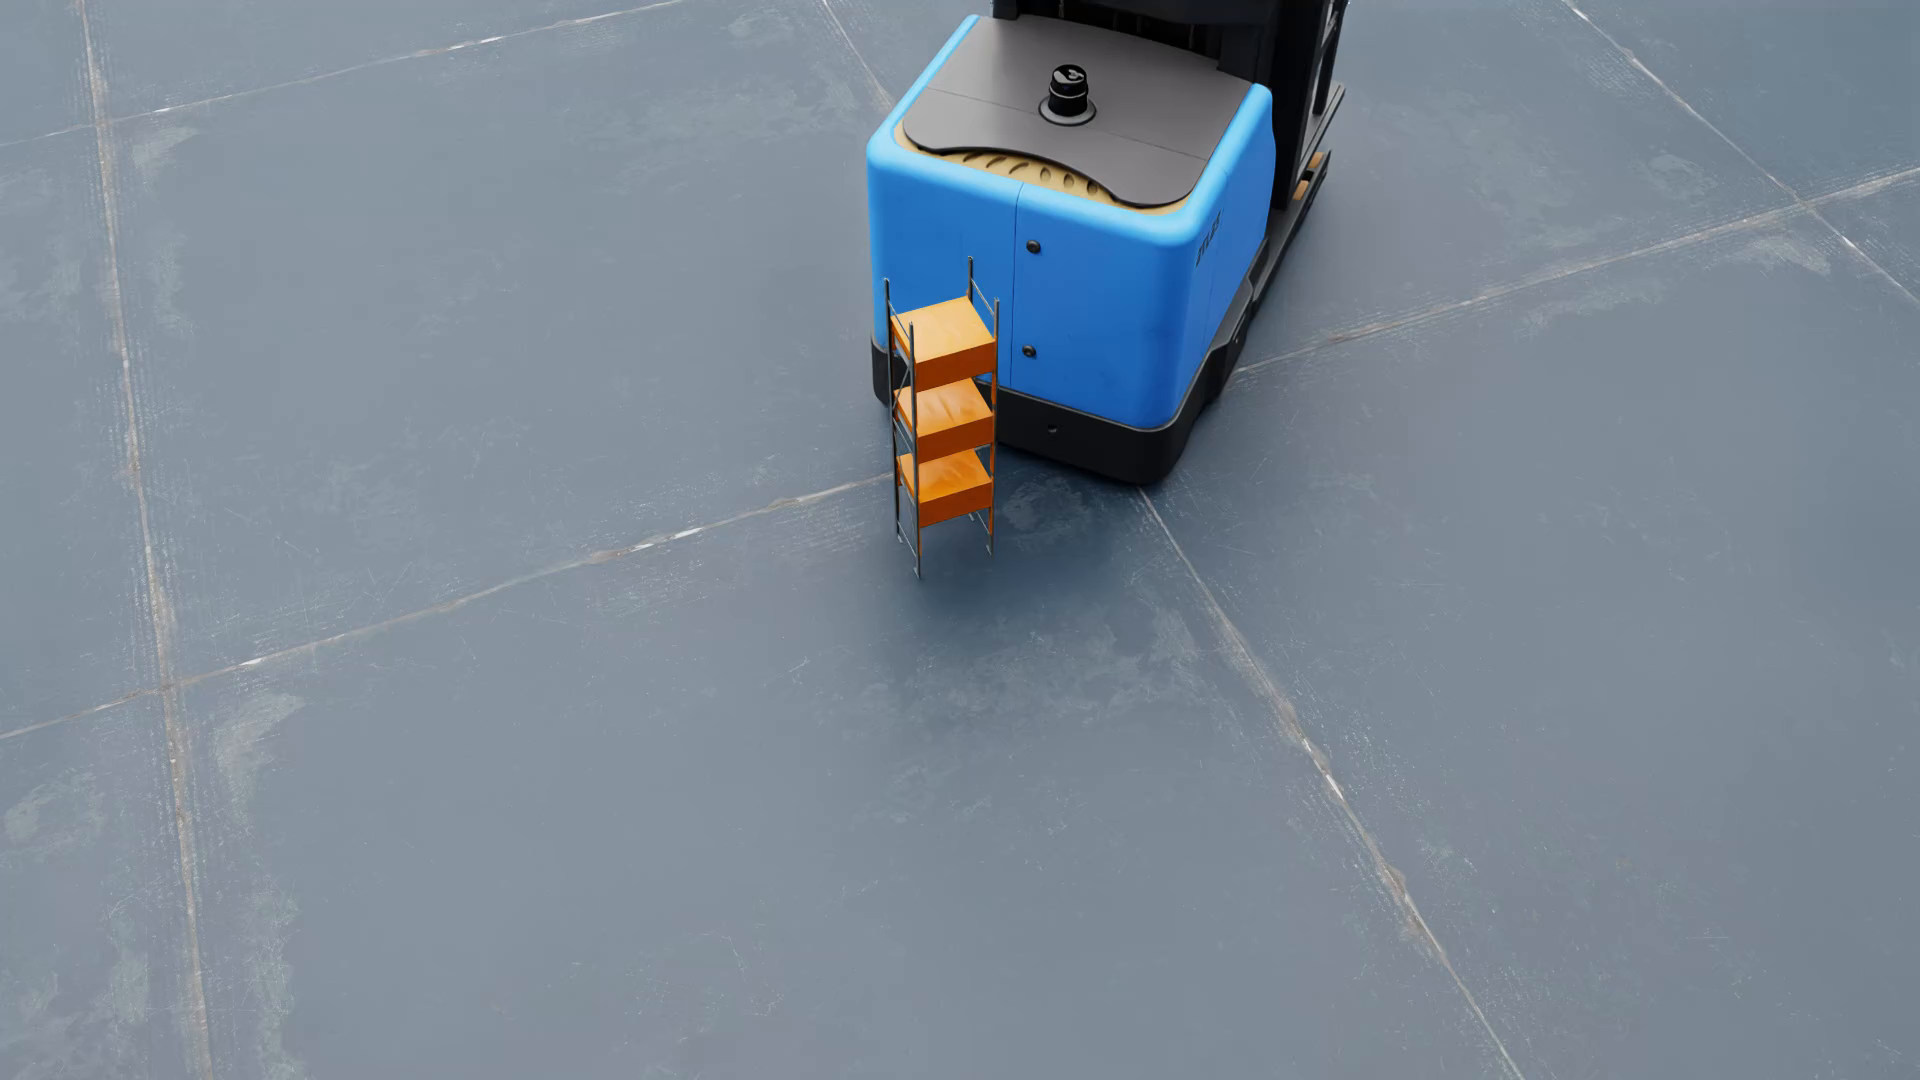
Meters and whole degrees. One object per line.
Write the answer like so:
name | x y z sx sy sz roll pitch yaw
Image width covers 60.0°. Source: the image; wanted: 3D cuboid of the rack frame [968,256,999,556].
rack frame | 0.063 -0.362 4.869 0.008 1.050 0.200 -17 52 -14

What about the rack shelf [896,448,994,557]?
rack shelf | -0.050 -0.139 5.057 0.240 0.259 0.215 -17 52 -14

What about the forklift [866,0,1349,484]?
forklift | 0.766 -2.272 5.269 1.130 2.935 3.031 19 52 15

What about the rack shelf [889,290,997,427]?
rack shelf | -0.050 -0.505 4.631 0.240 0.259 0.215 -17 52 -14

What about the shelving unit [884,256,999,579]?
shelving unit | -0.050 -0.327 4.839 0.252 1.050 0.215 -17 52 -14

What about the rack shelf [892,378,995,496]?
rack shelf | -0.050 -0.320 4.847 0.240 0.259 0.215 -17 52 -14

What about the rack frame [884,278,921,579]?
rack frame | -0.162 -0.292 4.808 0.008 1.050 0.200 -17 52 -14
